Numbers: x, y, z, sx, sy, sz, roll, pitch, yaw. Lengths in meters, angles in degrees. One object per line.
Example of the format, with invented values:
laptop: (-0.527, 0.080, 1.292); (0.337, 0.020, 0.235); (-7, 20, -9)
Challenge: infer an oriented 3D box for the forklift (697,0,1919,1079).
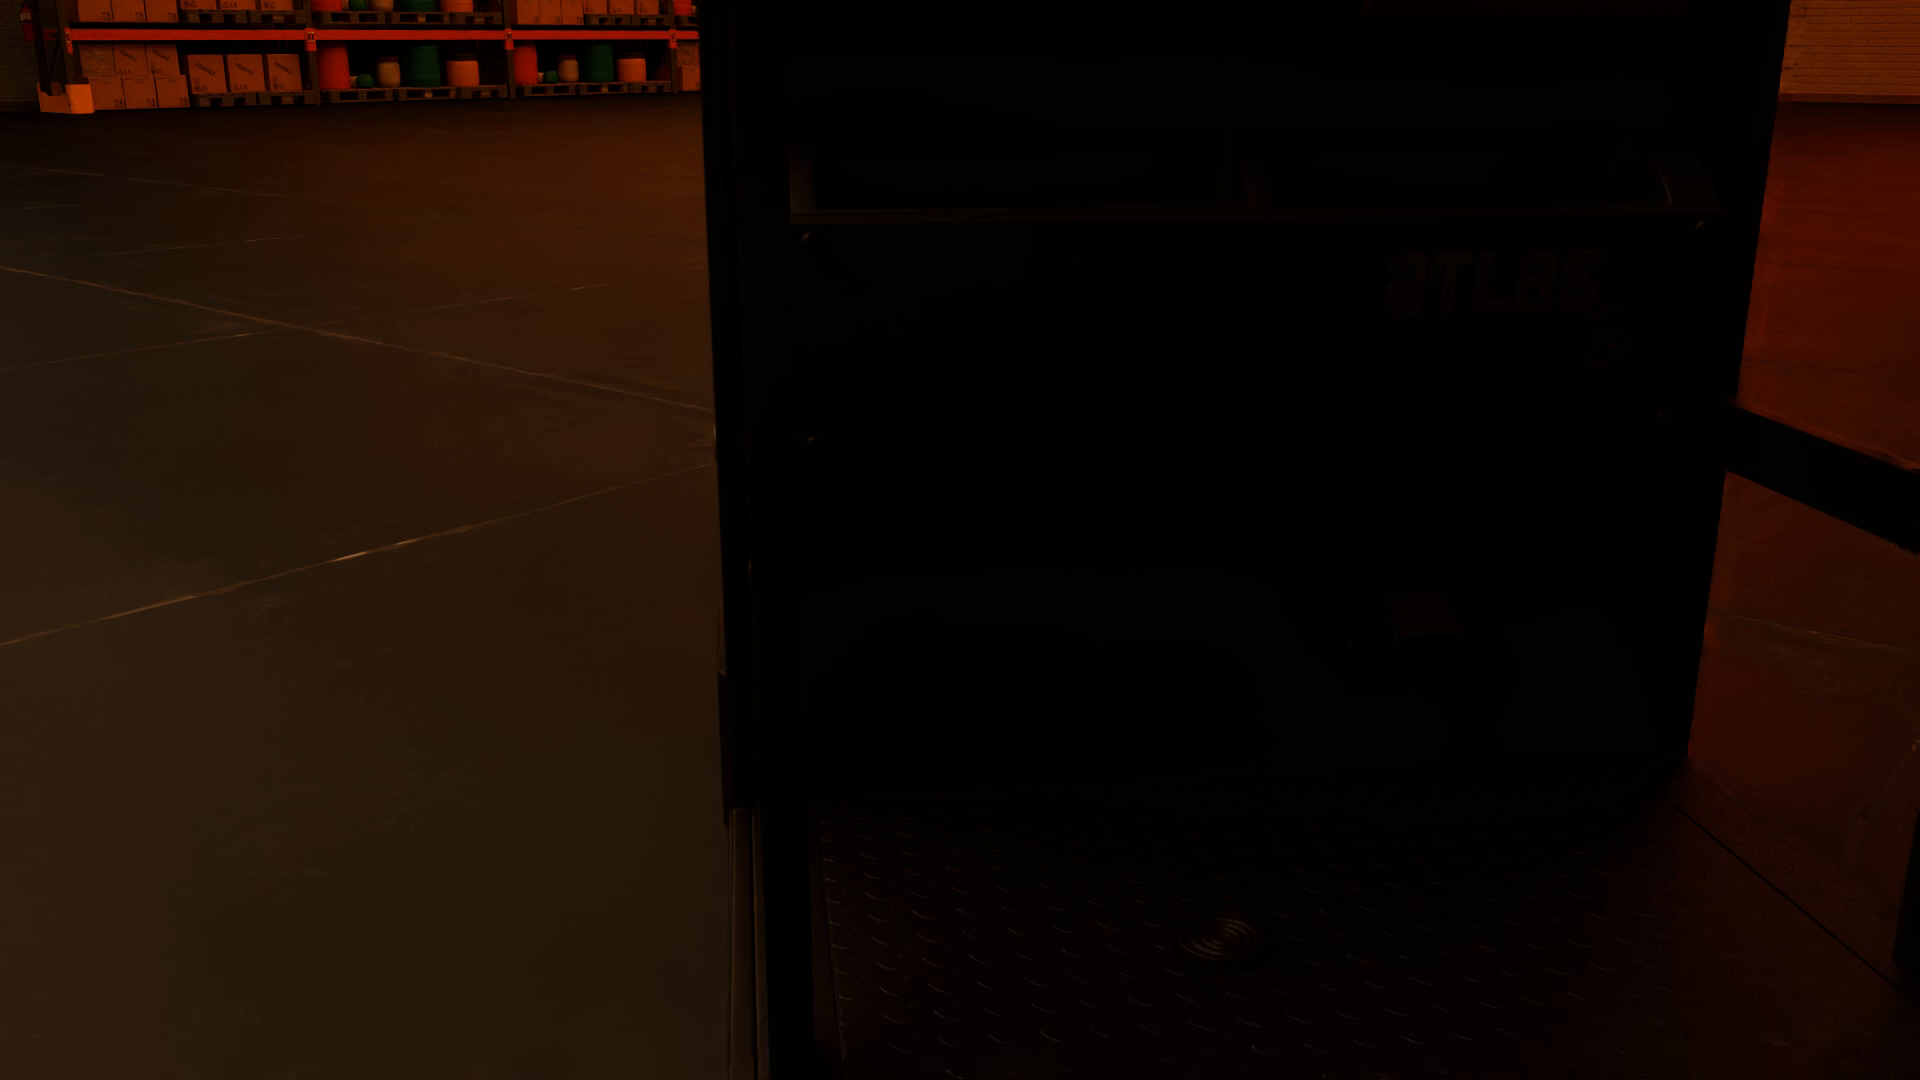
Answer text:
forklift: (0.321, -0.735, 1.319); (1.130, 2.935, 3.031); (-2, 17, -7)
